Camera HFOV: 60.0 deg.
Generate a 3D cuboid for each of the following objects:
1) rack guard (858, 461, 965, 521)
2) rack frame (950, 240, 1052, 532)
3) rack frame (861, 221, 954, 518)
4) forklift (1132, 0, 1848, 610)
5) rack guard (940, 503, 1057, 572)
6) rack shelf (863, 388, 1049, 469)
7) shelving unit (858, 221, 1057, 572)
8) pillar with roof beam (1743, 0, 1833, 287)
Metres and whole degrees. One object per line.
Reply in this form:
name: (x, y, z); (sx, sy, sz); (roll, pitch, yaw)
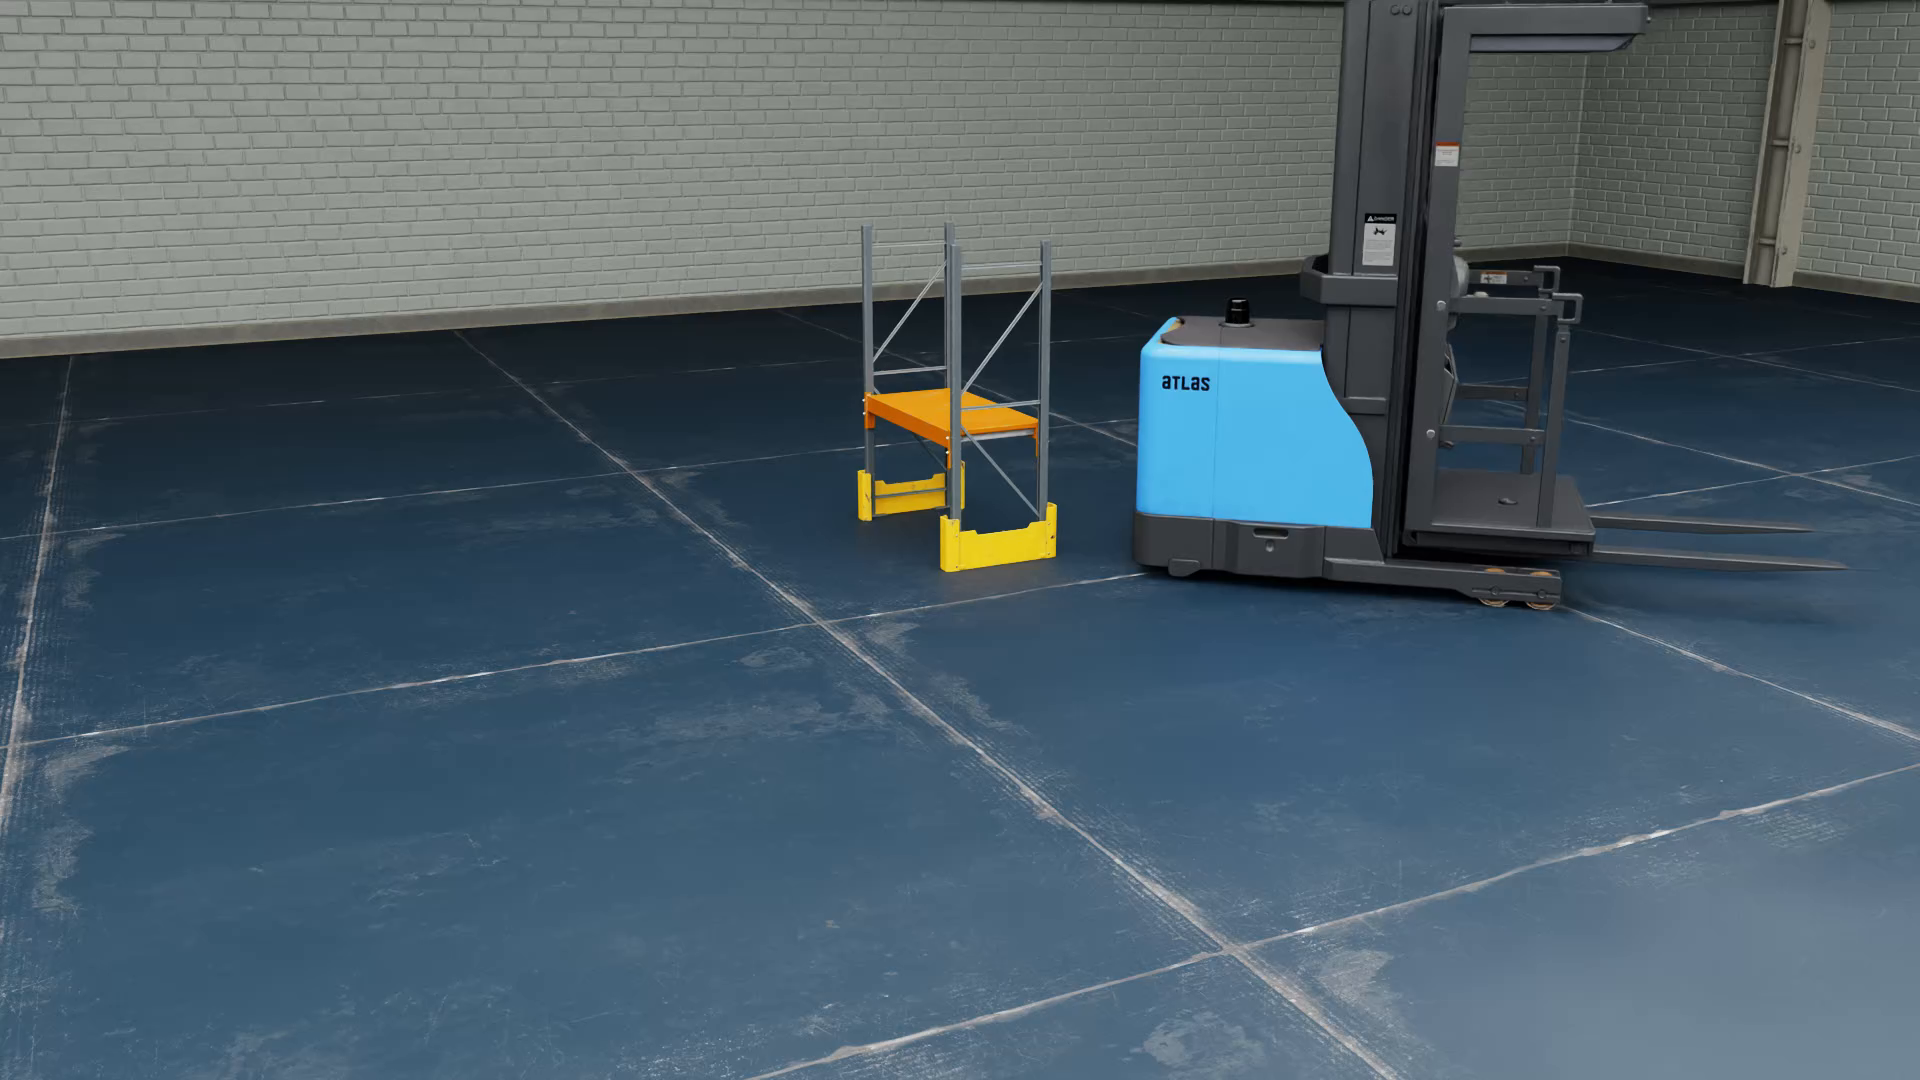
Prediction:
rack guard: (-0.252, -0.263, 8.712); (0.587, 0.250, 0.087); (-8, 18, -25)
rack frame: (0.185, -0.616, 7.678); (0.500, 1.500, 0.032); (-8, 18, -25)
rack frame: (-0.260, -0.868, 8.557); (0.500, 1.500, 0.032); (-8, 18, -25)
forklift: (2.367, -1.267, 7.353); (3.031, 2.935, 1.130); (4, 16, 14)
rack guard: (0.185, -0.016, 7.852); (0.587, 0.250, 0.087); (-8, 18, -25)
rack shelf: (-0.037, -0.569, 8.167); (0.538, 0.185, 1.000); (-8, 18, -25)
shelving unit: (-0.033, -0.740, 8.110); (0.587, 1.500, 1.083); (-8, 18, -25)
pillar with roof beam: (4.760, -6.535, 14.708); (9.100, 9.000, 0.400); (-8, 18, -25)
